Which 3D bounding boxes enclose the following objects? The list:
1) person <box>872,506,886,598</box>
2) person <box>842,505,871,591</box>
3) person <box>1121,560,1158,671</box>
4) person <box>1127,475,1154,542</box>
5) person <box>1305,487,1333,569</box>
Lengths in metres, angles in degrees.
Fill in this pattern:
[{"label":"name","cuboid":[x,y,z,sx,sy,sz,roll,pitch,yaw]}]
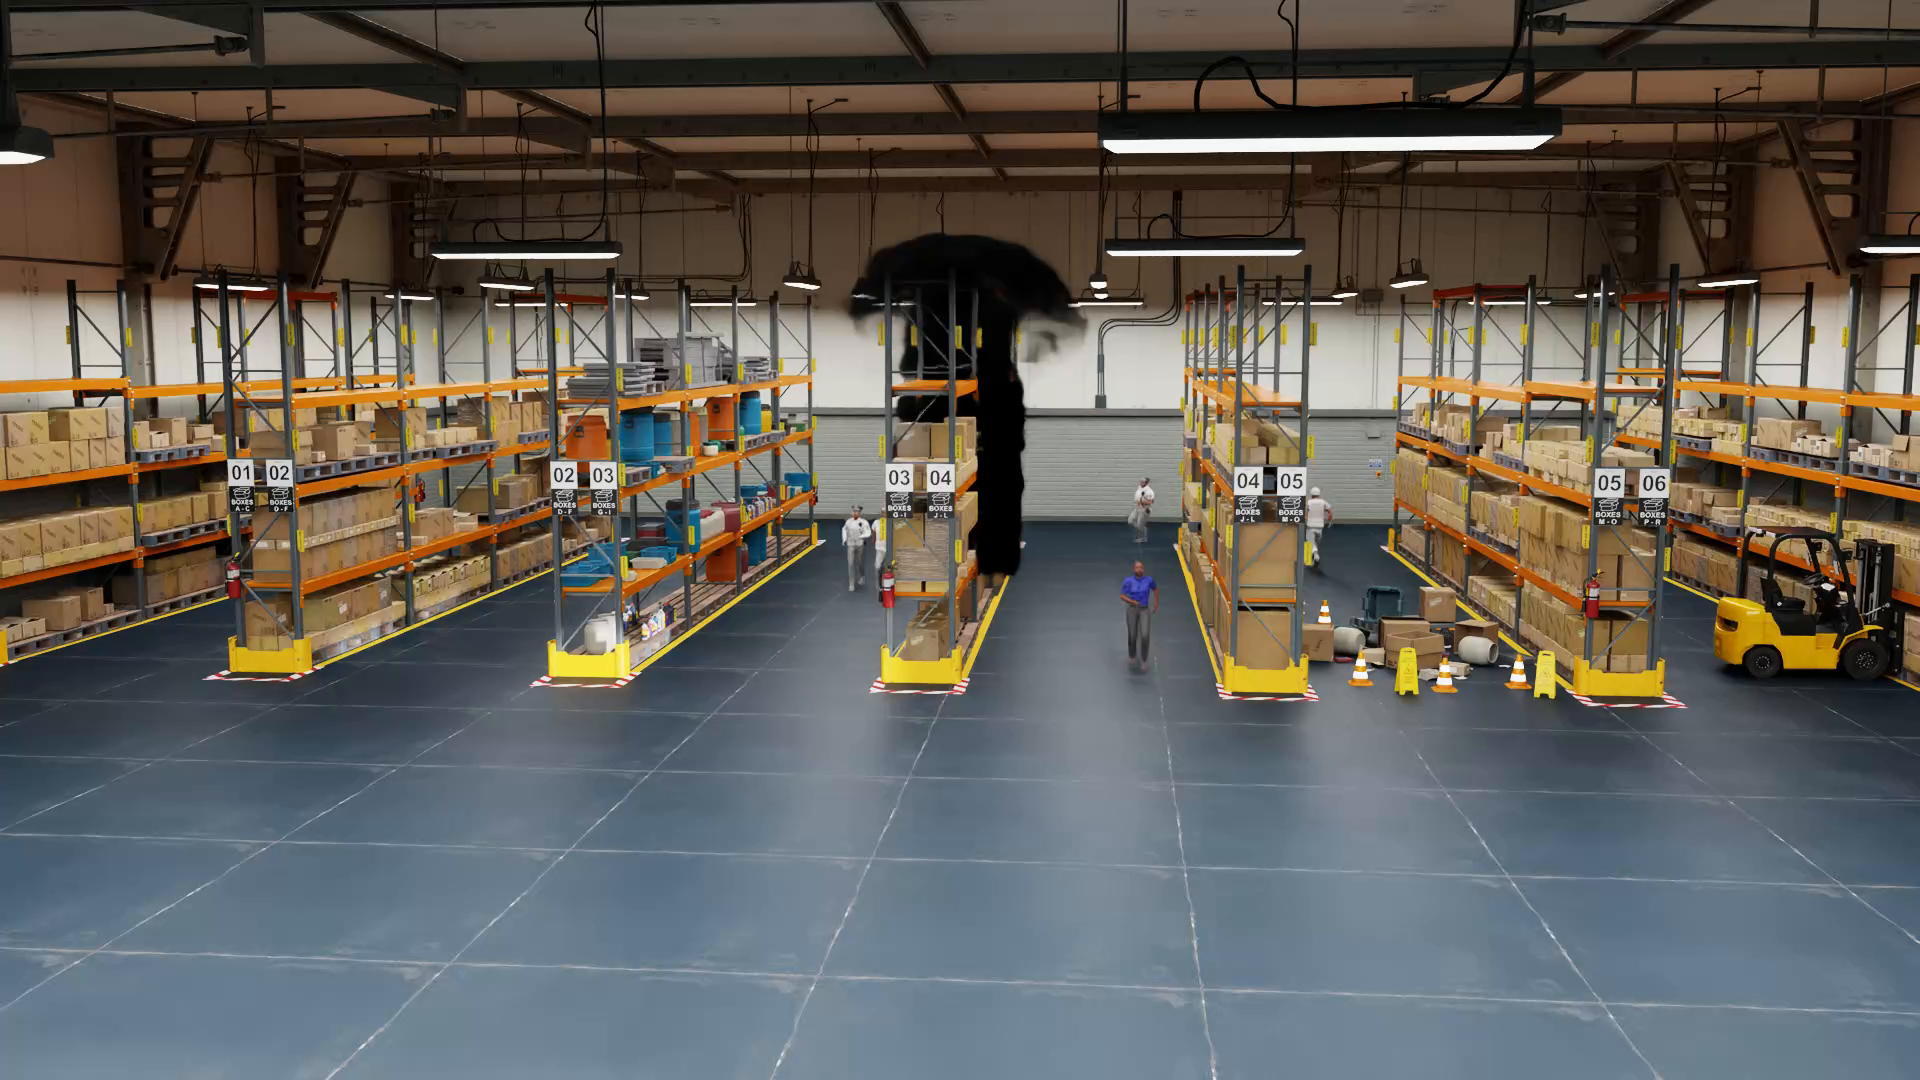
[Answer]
[{"label":"person","cuboid":[-1.407,0.232,32.299,0.677,1.820,0.778,1,7,6]},{"label":"person","cuboid":[-2.064,0.124,33.092,0.627,1.679,0.934,1,7,6]},{"label":"person","cuboid":[2.718,1.154,25.169,0.589,1.717,0.723,0,7,1]},{"label":"person","cuboid":[4.435,-0.739,40.485,0.595,1.698,0.795,-4,8,-32]},{"label":"person","cuboid":[7.639,-0.256,35.762,0.649,1.770,0.993,-1,7,-5]}]
